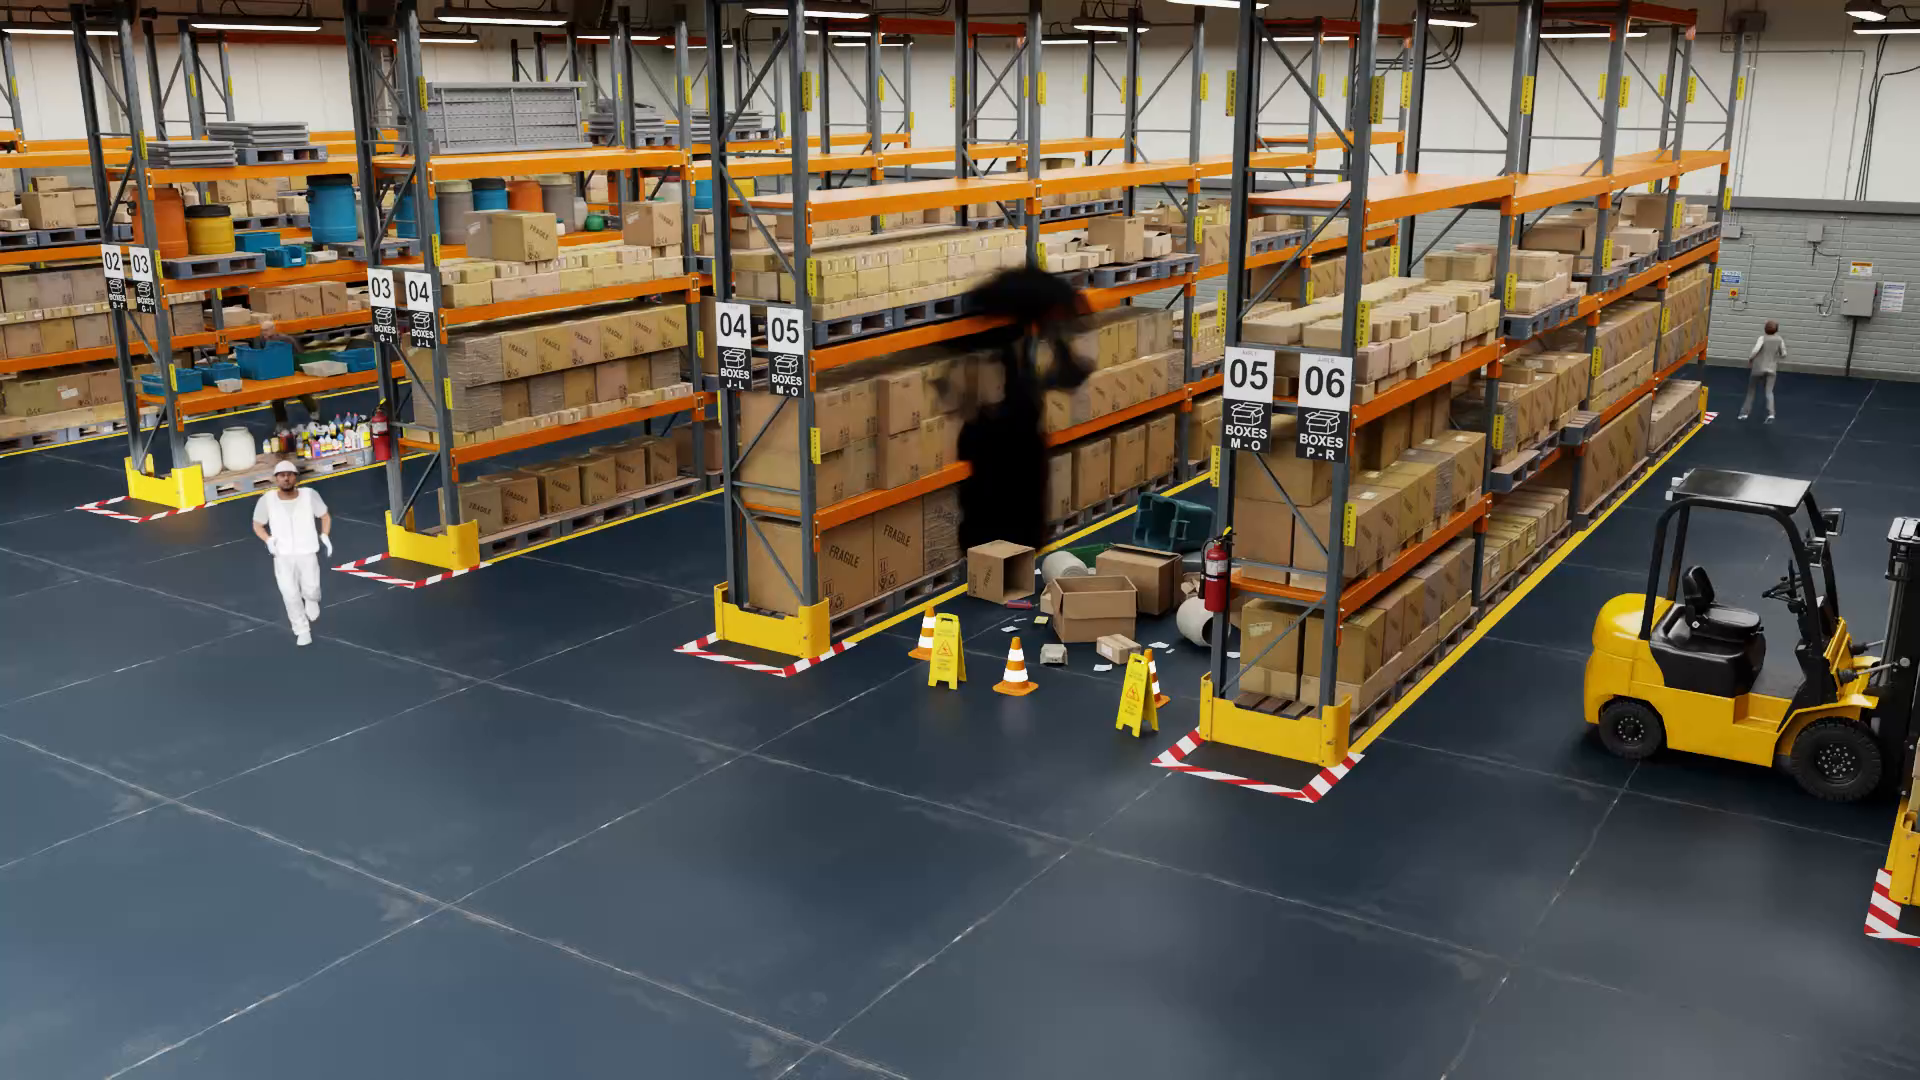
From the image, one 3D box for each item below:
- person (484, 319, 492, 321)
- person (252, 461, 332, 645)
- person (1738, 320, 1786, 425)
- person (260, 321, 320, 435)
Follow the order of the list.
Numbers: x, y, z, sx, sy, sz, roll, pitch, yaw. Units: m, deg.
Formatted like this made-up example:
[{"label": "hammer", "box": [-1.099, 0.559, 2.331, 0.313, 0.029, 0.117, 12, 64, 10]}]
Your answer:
[{"label": "person", "box": [-8.115, -3.307, 27.994, 0.658, 1.706, 0.602, 11, 19, 34]}, {"label": "person", "box": [-6.229, 0.110, 15.569, 0.685, 1.735, 0.606, -6, 17, -21]}, {"label": "person", "box": [12.233, -2.549, 25.269, 0.564, 1.592, 0.879, 2, 16, 6]}, {"label": "person", "box": [-10.125, -2.500, 25.159, 0.753, 1.744, 1.055, 5, 16, 18]}]
